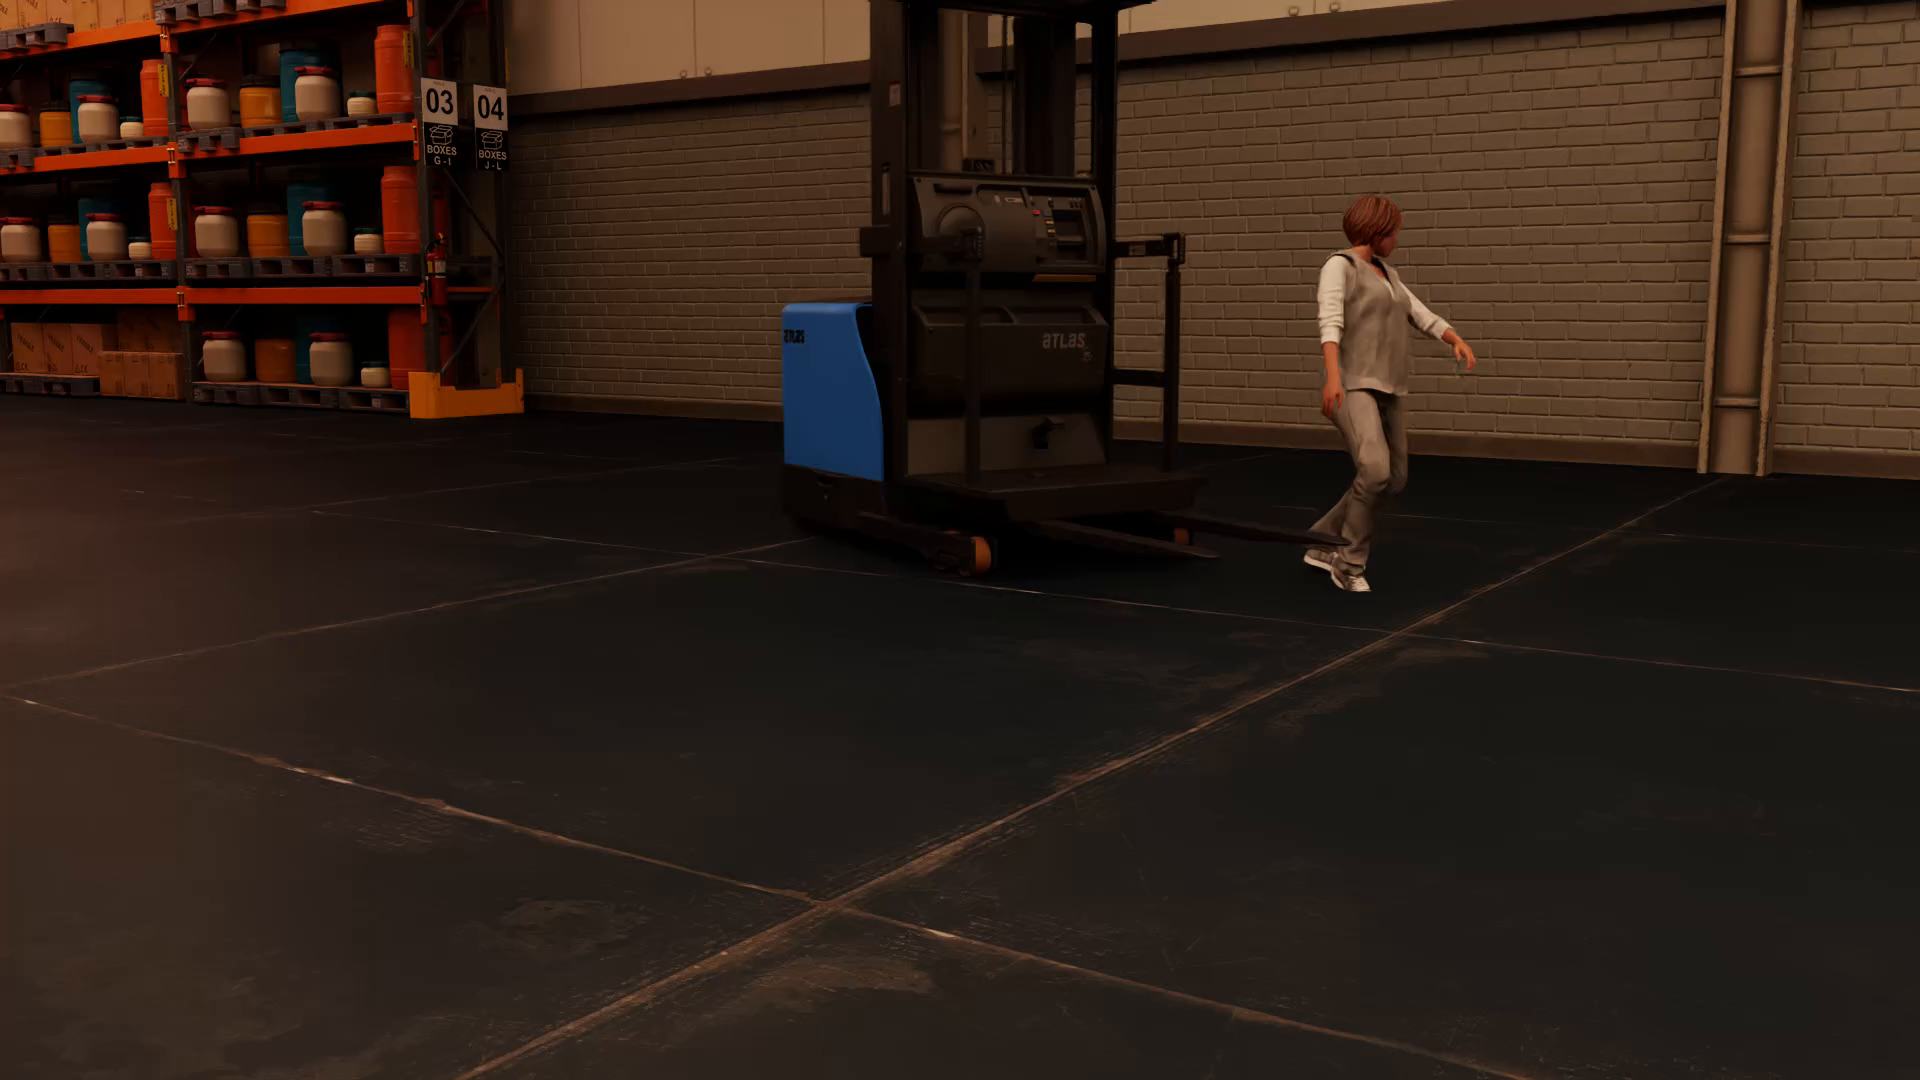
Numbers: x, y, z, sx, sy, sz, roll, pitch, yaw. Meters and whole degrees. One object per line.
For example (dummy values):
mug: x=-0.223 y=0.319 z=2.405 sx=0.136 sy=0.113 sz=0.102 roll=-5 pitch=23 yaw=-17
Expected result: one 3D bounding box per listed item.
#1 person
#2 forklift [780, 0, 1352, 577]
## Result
person: x=1.529 y=-0.504 z=6.257 sx=0.754 sy=1.568 sz=0.606 roll=8 pitch=11 yaw=43
forklift: x=0.331 y=-1.378 z=6.885 sx=1.130 sy=2.935 sz=3.031 roll=-5 pitch=9 yaw=-31
